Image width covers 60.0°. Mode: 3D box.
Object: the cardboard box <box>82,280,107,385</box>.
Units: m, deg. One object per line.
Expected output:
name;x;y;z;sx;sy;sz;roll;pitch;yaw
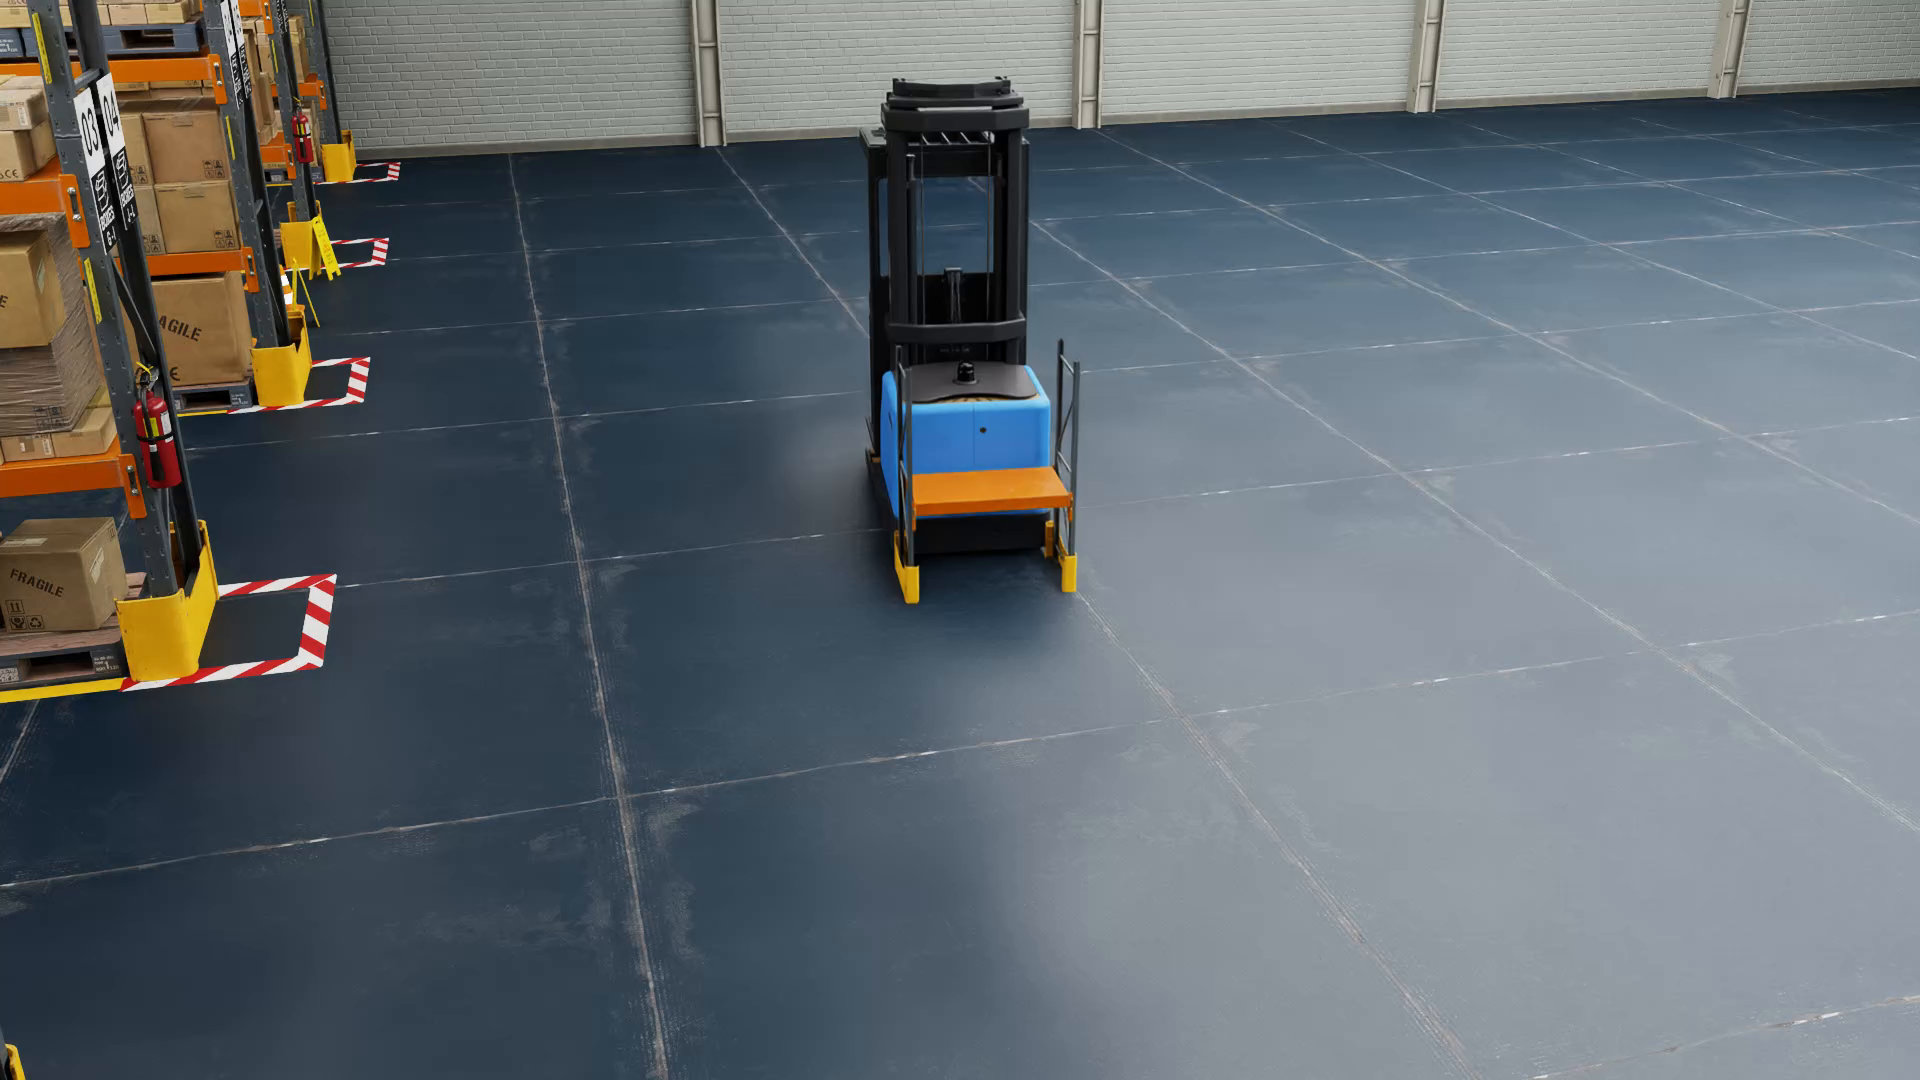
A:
cardboard box;-7.319;-1.736;13.655;0.875;0.875;0.875;-7;24;-15

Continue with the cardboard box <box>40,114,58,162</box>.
cardboard box;-5.129;-2.174;8.899;0.500;0.250;0.500;-6;24;-13

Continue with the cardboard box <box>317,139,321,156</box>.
cardboard box;-9.142;-5.416;23.022;0.500;0.250;0.500;-6;24;-14

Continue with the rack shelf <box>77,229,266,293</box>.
rack shelf;-7.763;-2.168;13.411;4.000;0.370;1.077;-6;24;-14

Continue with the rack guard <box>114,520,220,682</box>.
rack guard;-4.668;0.339;9.826;0.348;0.500;1.175;-6;24;-14

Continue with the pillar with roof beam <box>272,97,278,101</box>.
pillar with roof beam;-8.368;-7.855;18.144;0.400;9.000;9.100;-6;24;-14

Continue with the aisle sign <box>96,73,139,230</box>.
aisle sign;-4.617;-2.133;9.120;0.004;0.787;0.394;-6;24;-14

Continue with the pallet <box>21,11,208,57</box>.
pallet;-6.549;-3.966;12.998;1.213;0.211;1.003;-6;24;-14

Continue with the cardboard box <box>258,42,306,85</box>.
cardboard box;-9.019;-6.358;22.137;0.500;0.500;0.500;-7;24;-16

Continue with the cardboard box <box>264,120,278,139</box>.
cardboard box;-7.655;-4.507;18.269;0.250;0.149;0.380;-6;24;-14

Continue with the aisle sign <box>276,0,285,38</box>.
aisle sign;-7.134;-5.671;17.366;0.004;0.787;0.394;-6;24;-14

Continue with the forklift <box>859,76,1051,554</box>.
forklift;-0.110;-1.801;11.730;1.130;2.935;3.031;-3;23;-7

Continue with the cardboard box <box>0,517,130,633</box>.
cardboard box;-5.201;0.198;9.622;0.500;0.500;0.500;-2;23;-5

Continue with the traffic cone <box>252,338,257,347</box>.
traffic cone;-6.733;-2.028;15.390;0.334;0.463;0.336;-6;24;-14

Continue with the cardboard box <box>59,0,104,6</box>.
cardboard box;-6.715;-4.186;12.550;0.500;0.250;0.500;-6;24;-14

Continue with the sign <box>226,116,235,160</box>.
sign;-5.705;-3.145;13.007;0.005;0.325;0.100;-6;24;-14

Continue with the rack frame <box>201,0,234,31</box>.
rack frame;-5.838;-5.469;12.582;0.127;3.000;1.000;-6;24;-14

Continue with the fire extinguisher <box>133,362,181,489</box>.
fire extinguisher;-4.361;-0.619;8.988;0.183;0.674;0.296;-6;24;-14

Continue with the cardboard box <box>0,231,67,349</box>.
cardboard box;-5.058;-1.307;8.721;0.500;0.500;0.500;-6;24;-14

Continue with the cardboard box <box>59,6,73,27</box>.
cardboard box;-6.800;-3.969;12.550;0.250;0.149;0.380;-6;24;-14

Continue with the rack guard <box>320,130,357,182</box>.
rack guard;-8.593;-5.318;23.010;0.348;0.500;1.175;-6;24;-14

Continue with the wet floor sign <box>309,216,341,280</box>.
wet floor sign;-6.800;-3.112;17.685;0.232;0.644;0.267;2;23;4

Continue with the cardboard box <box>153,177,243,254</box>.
cardboard box;-6.183;-2.724;13.604;0.550;0.550;0.875;-6;24;-14

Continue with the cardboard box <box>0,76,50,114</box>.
cardboard box;-4.923;-2.369;8.847;0.250;0.149;0.380;-6;24;-15

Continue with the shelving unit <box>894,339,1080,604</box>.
shelving unit;0.154;-0.437;10.366;1.083;1.500;0.587;-4;23;-8

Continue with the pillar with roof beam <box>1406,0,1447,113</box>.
pillar with roof beam;8.963;-9.772;22.612;0.400;9.000;9.100;-6;24;-14

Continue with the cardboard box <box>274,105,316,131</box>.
cardboard box;-8.976;-5.686;22.383;0.500;0.250;0.500;-5;24;-13

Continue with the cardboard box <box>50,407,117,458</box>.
cardboard box;-4.814;-0.594;9.148;0.250;0.149;0.380;-6;24;-14

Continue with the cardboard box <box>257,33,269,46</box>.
cardboard box;-9.113;-6.626;21.940;0.250;0.149;0.380;-6;24;-14

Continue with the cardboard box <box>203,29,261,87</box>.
cardboard box;-7.705;-5.085;17.525;0.500;0.500;0.700;-7;24;-16

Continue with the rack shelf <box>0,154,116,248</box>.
rack shelf;-6.521;-1.653;8.406;4.000;0.370;1.077;-6;24;-14

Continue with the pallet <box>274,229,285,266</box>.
pallet;-8.137;-3.217;18.481;1.213;0.211;1.003;-6;24;-14

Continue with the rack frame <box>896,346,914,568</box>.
rack frame;-0.339;-0.406;10.293;0.032;1.500;0.500;-4;23;-8

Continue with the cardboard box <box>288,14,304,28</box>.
cardboard box;-8.998;-6.990;22.411;0.250;0.149;0.380;-7;24;-15

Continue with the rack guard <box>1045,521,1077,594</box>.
rack guard;0.645;0.106;10.685;0.087;0.250;0.587;-4;23;-8

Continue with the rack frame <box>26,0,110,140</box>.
rack frame;-4.595;-3.575;8.169;0.127;3.000;1.000;-6;24;-14

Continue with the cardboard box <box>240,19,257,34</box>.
cardboard box;-9.378;-6.751;21.852;0.250;0.149;0.380;-6;24;-13

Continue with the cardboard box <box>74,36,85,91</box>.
cardboard box;-9.175;-4.940;17.187;0.500;0.500;0.700;-6;24;-15

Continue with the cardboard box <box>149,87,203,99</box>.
cardboard box;-8.204;-4.549;17.543;0.500;0.500;0.500;-6;24;-14

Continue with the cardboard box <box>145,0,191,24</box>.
cardboard box;-6.066;-4.049;12.739;0.250;0.149;0.380;-6;24;-14
